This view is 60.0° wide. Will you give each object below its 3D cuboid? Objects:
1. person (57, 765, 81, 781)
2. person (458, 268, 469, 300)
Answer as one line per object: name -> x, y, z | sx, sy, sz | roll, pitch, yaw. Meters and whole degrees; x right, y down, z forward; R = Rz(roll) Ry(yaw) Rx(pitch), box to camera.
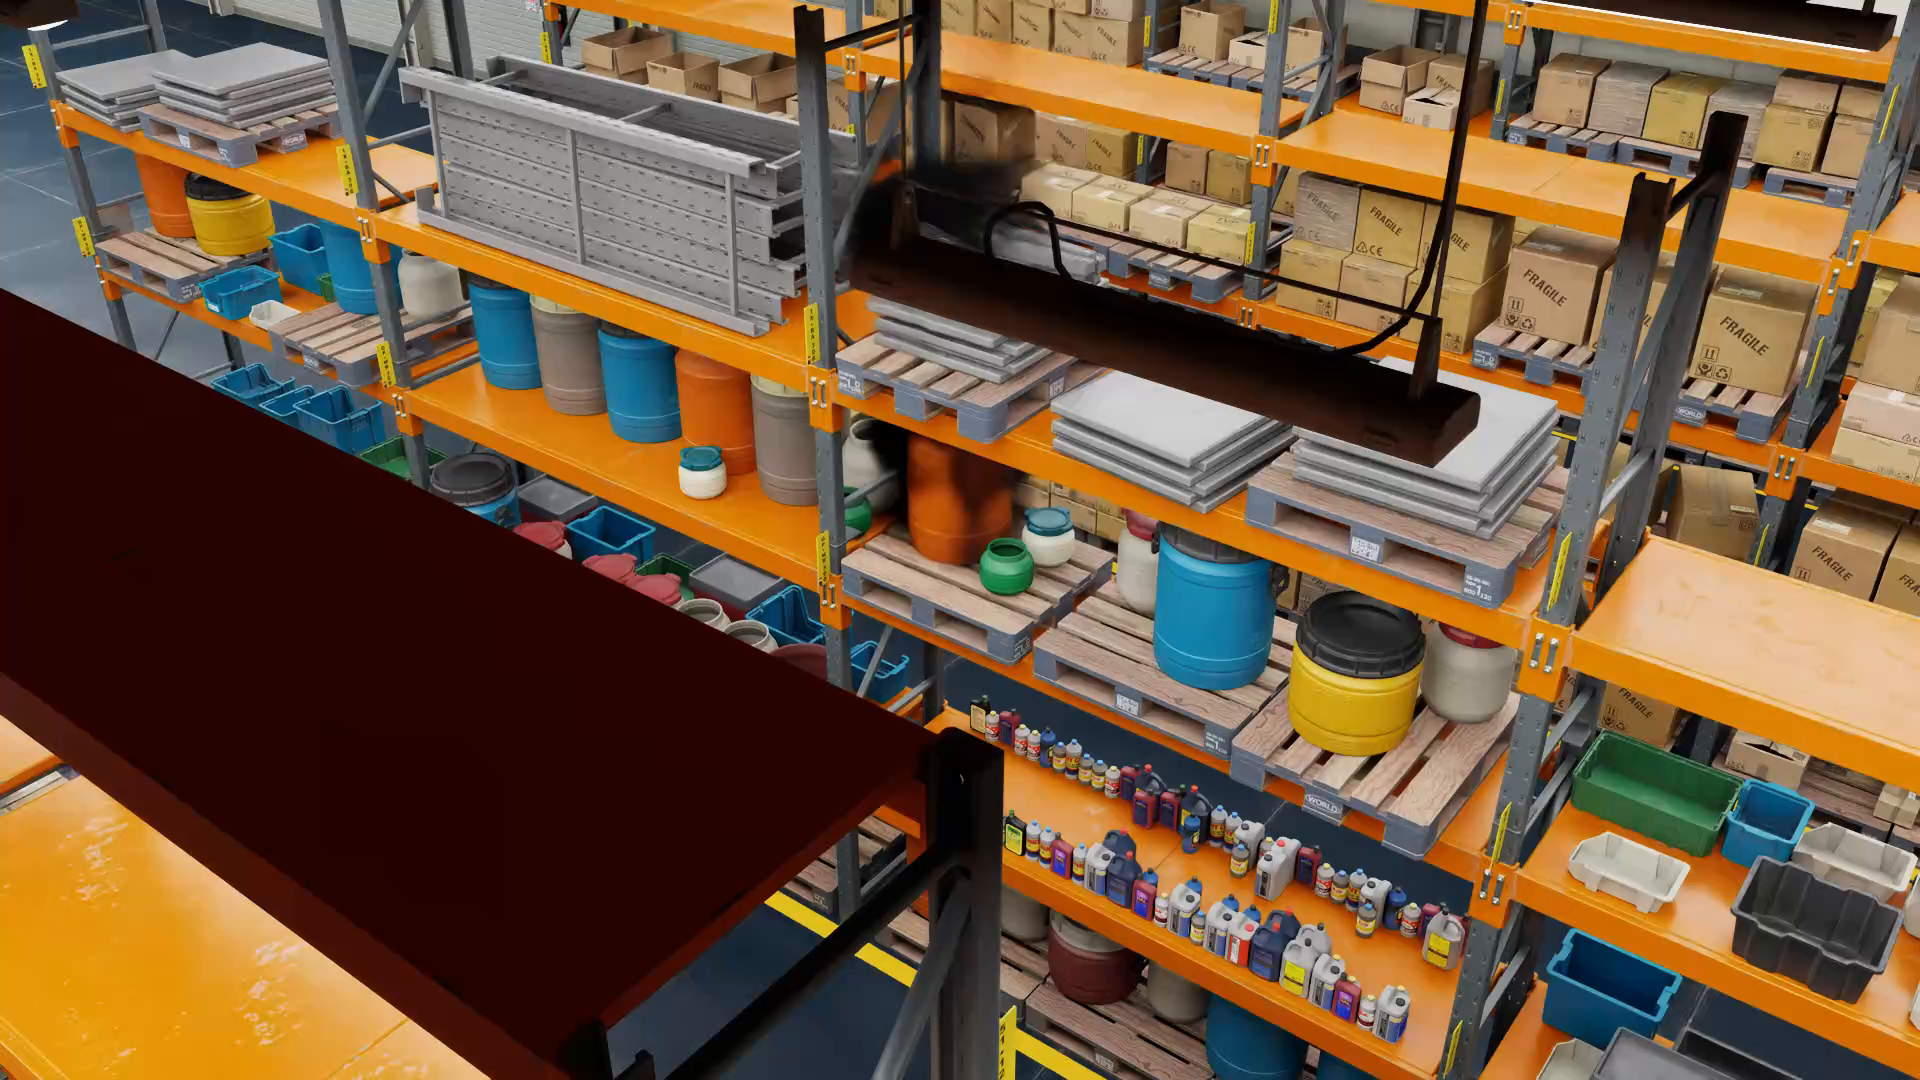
person -> -6.030, 1.638, 11.026 | 0.758, 1.598, 0.610 | 23, 38, 33
person -> -5.623, -3.371, 19.040 | 0.934, 1.805, 0.706 | -9, 32, -14
